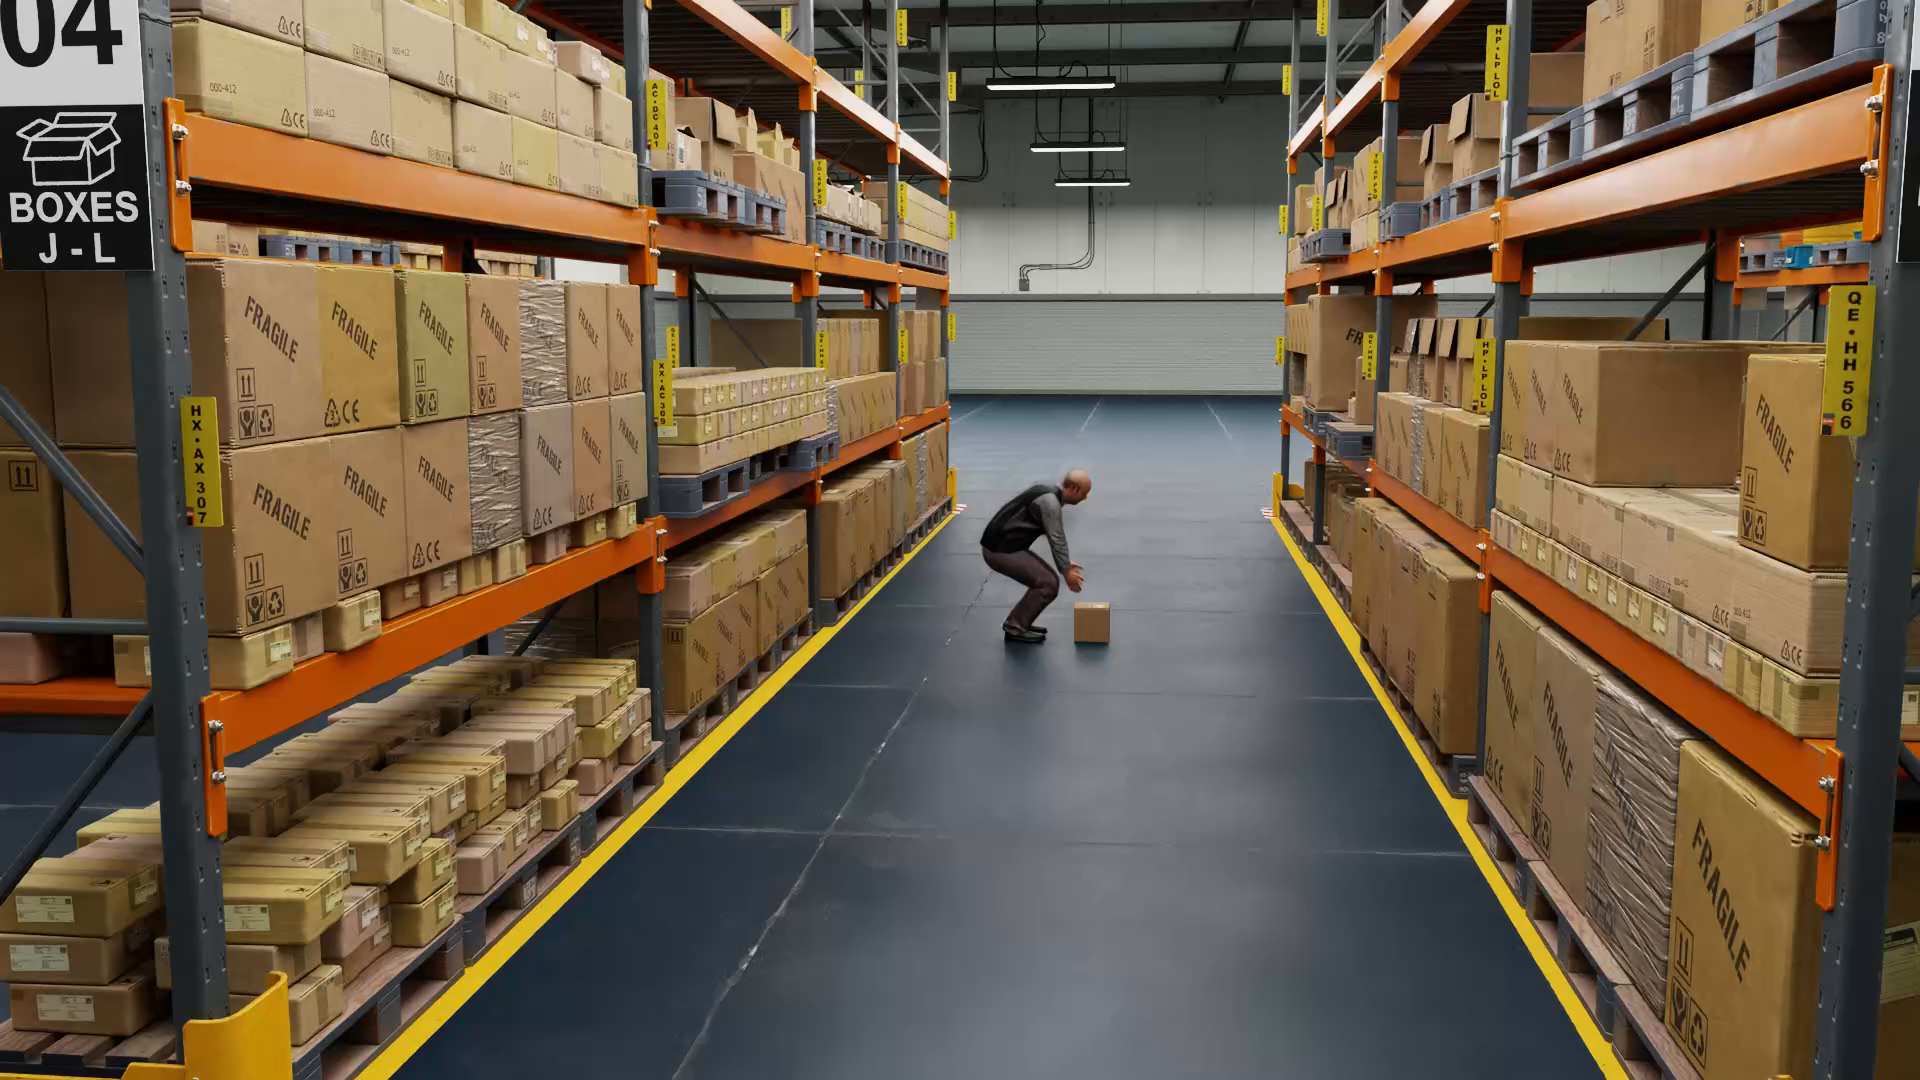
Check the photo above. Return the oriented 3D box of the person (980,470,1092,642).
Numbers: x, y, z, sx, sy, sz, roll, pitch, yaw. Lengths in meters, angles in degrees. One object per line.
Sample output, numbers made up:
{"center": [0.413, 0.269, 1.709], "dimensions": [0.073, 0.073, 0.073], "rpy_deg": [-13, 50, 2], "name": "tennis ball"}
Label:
{"center": [0.548, 0.101, 12.030], "dimensions": [0.795, 1.226, 0.582], "rpy_deg": [1, 8, 6], "name": "person"}
